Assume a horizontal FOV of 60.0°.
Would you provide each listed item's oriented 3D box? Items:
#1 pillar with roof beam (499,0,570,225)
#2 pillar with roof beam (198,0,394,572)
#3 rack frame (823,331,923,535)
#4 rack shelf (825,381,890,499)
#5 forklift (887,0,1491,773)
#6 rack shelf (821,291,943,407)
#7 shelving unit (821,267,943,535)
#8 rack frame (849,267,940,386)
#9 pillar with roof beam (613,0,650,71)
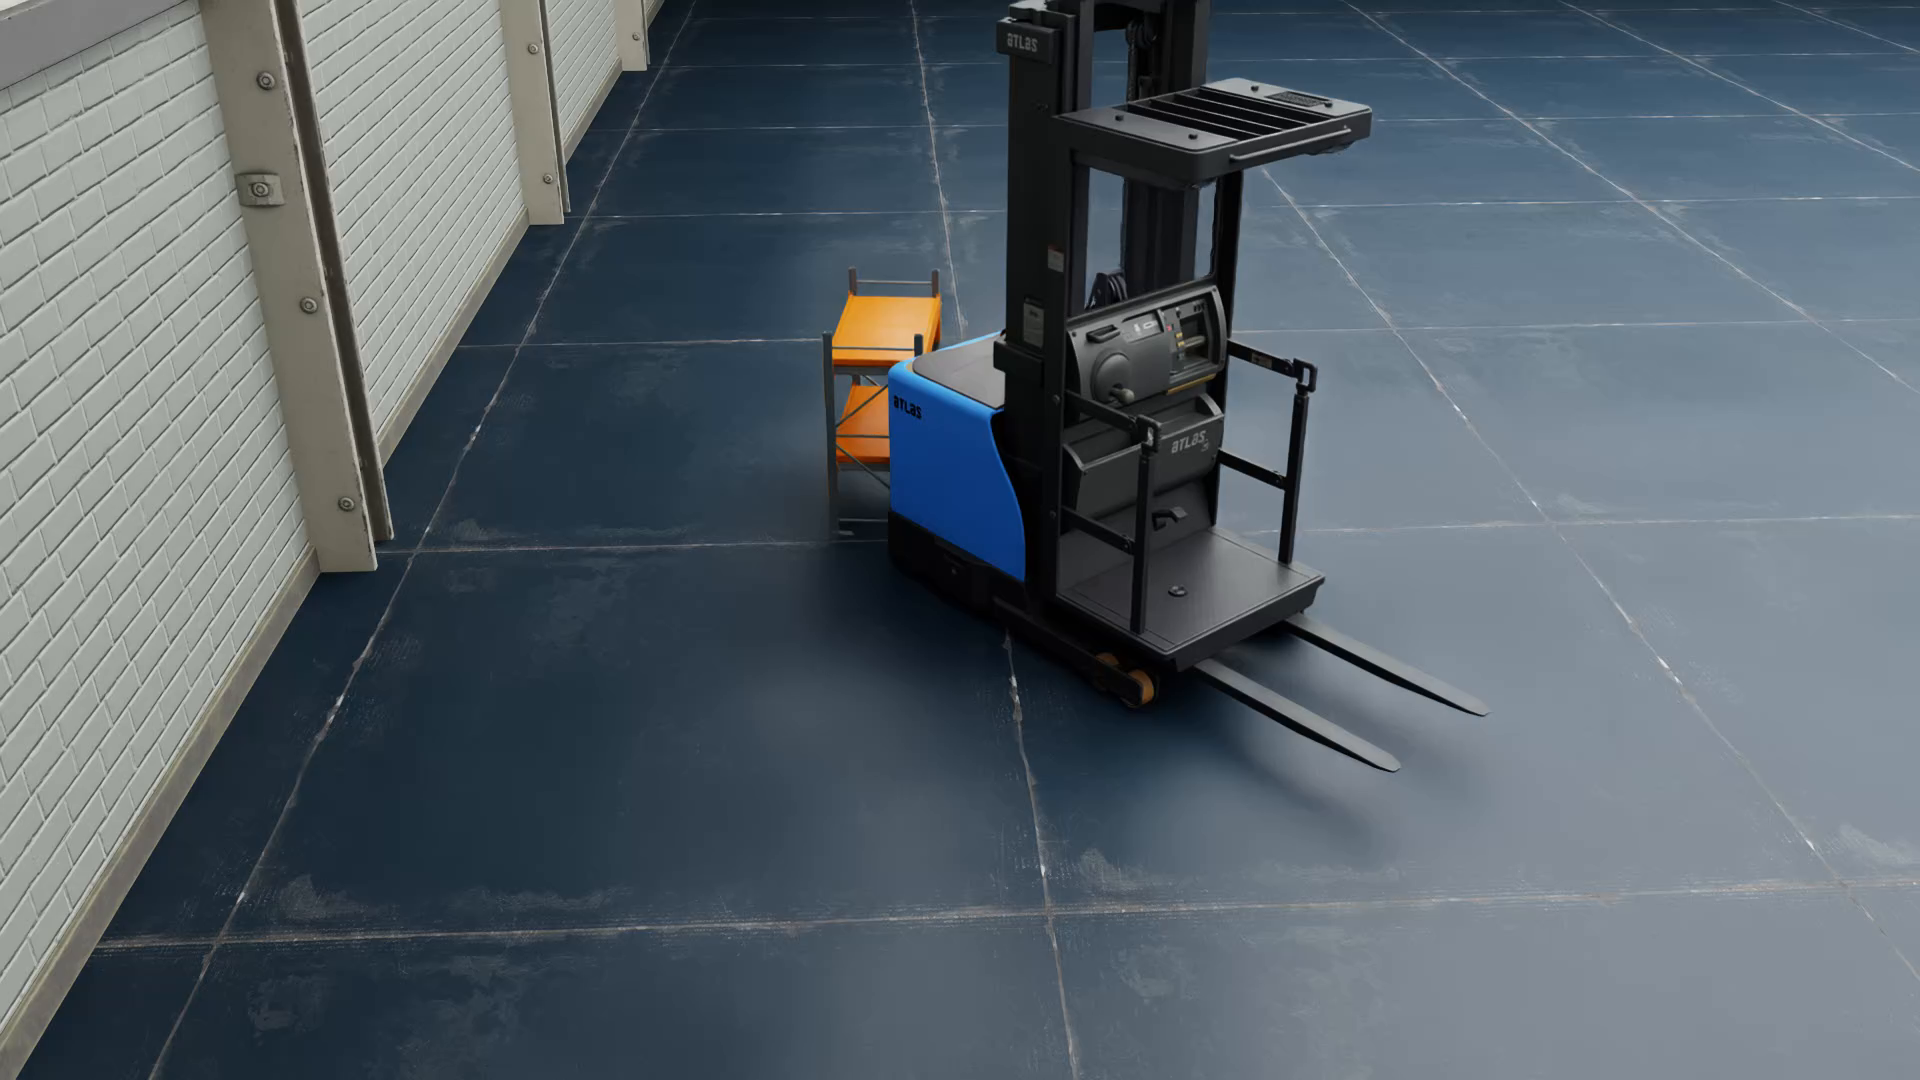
[{"bbox_3d":[0.849,-6.796,12.049,9.100,9.000,0.400,-1,28,-3],"label":"pillar with roof beam"},{"bbox_3d":[1.162,-4.025,6.737,9.100,9.000,0.400,-1,28,-3],"label":"pillar with roof beam"},{"bbox_3d":[-0.434,-0.529,8.548,0.500,1.125,0.032,2,28,4],"label":"rack frame"},{"bbox_3d":[-0.399,-0.547,9.111,0.538,0.278,1.000,2,28,4],"label":"rack shelf"},{"bbox_3d":[0.971,-0.824,7.160,1.130,2.935,3.031,-22,34,-35],"label":"forklift"},{"bbox_3d":[-0.399,-1.023,8.863,0.538,0.278,1.000,2,28,4],"label":"rack shelf"},{"bbox_3d":[-0.399,-0.764,8.998,0.538,1.125,1.048,2,28,4],"label":"shelving unit"},{"bbox_3d":[-0.364,-0.998,9.448,0.500,1.125,0.032,2,28,4],"label":"rack frame"},{"bbox_3d":[0.535,-9.567,17.362,9.100,9.000,0.400,-1,28,-3],"label":"pillar with roof beam"}]
